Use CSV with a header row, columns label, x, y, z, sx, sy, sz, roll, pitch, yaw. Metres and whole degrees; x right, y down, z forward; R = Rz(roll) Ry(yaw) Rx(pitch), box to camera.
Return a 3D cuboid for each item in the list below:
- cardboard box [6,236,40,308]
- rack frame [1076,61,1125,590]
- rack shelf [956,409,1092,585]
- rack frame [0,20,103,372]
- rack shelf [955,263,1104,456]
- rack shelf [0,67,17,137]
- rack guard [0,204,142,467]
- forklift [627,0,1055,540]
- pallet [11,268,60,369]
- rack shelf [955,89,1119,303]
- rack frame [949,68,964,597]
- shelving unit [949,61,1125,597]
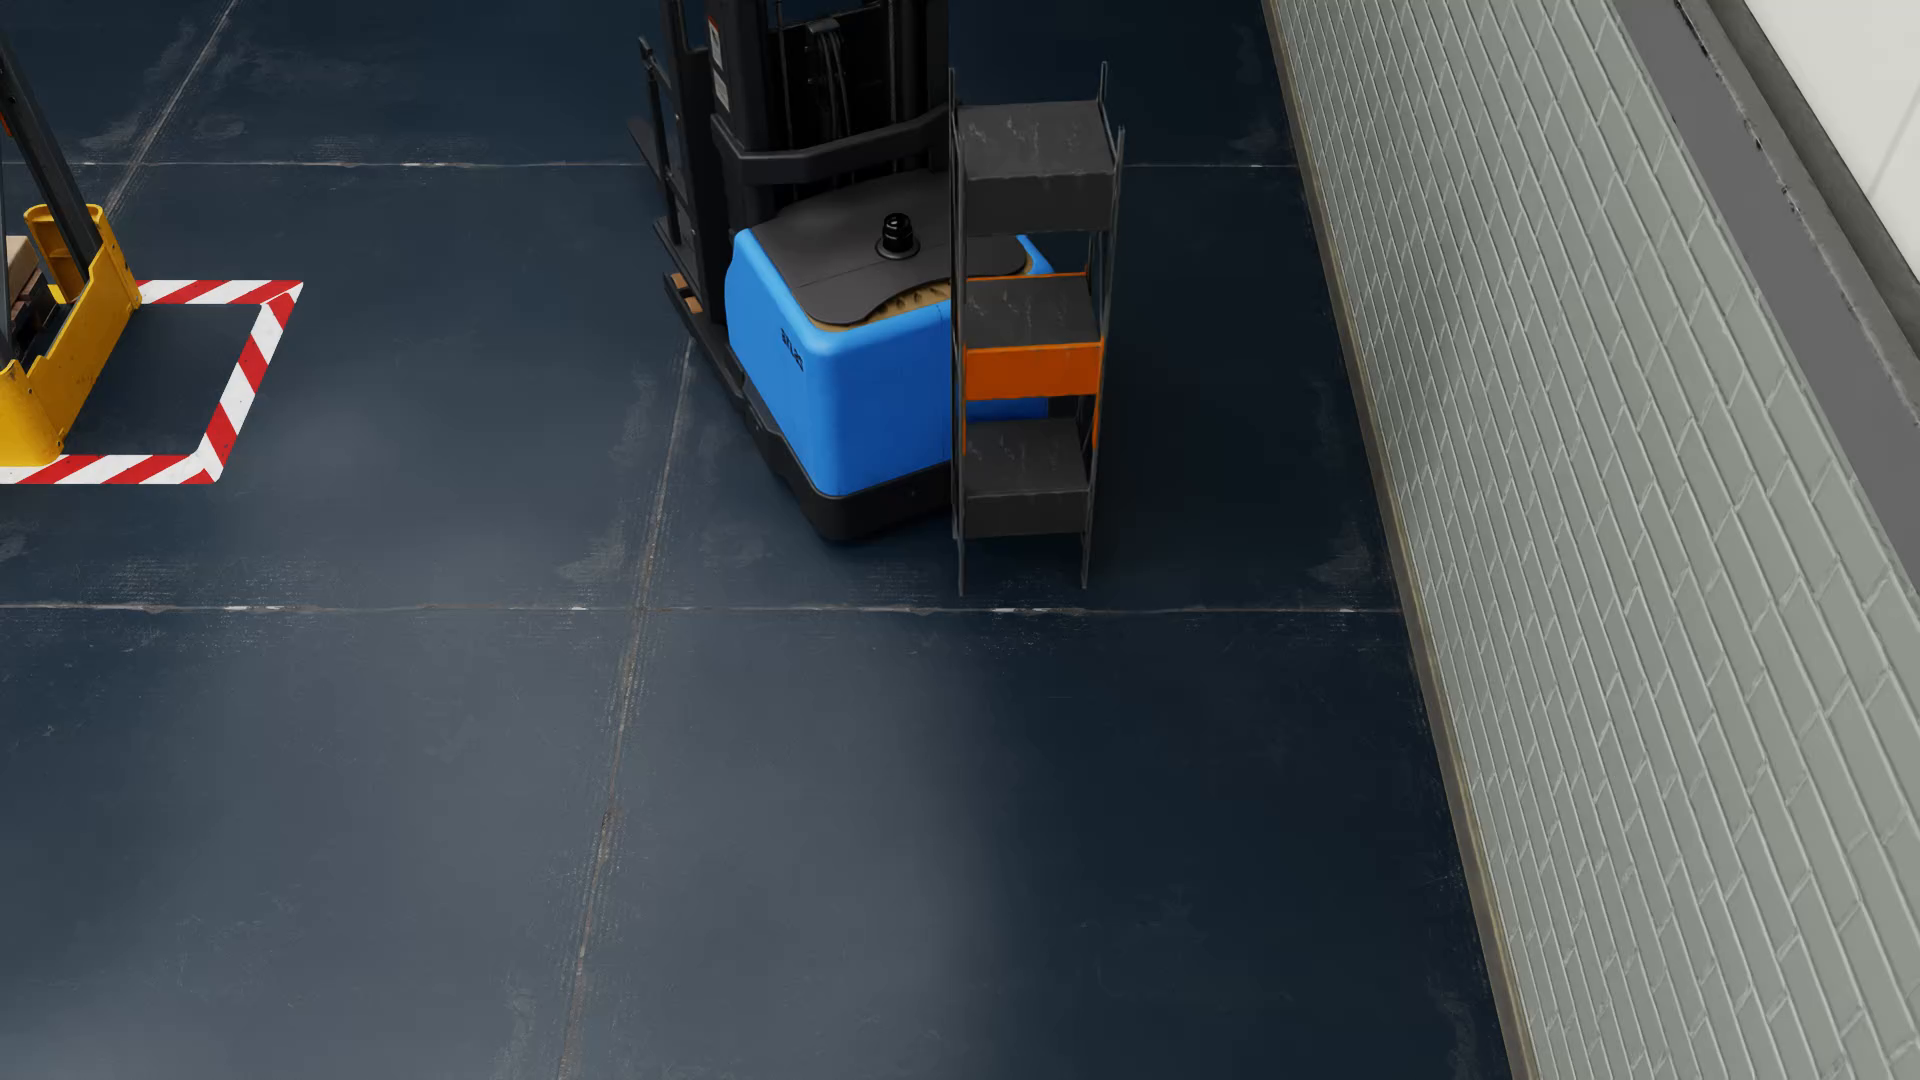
label,x,y,z,sx,sy,sz,roll,pitch,yaw
cardboard box,-4.349,-1.192,7.458,0.250,0.149,0.380,0,47,0
rack frame,0.476,-0.666,5.935,0.015,2.100,0.400,-4,47,-3
rack shelf,0.233,-0.164,6.443,0.480,0.518,0.431,-4,47,-3
rack frame,-3.931,-1.761,6.340,0.127,3.000,1.000,0,47,0
rack shelf,0.233,-0.641,5.931,0.480,0.518,0.431,-4,47,-3
rack shelf,-5.931,-1.521,6.608,4.000,0.370,1.077,0,47,0
rack guard,-4.007,-0.910,7.255,0.348,0.500,1.175,0,47,0
forklift,-0.722,-2.085,6.688,1.130,2.935,3.031,-20,50,-17
pallet,-4.805,-0.812,7.362,1.213,0.211,1.003,0,47,0
rack shelf,0.233,-1.118,5.419,0.480,0.518,0.431,-4,47,-3
rack frame,-0.010,-0.636,5.907,0.015,2.100,0.400,-4,47,-3
shelving unit,0.233,-0.651,5.921,0.503,2.100,0.431,-4,47,-3
